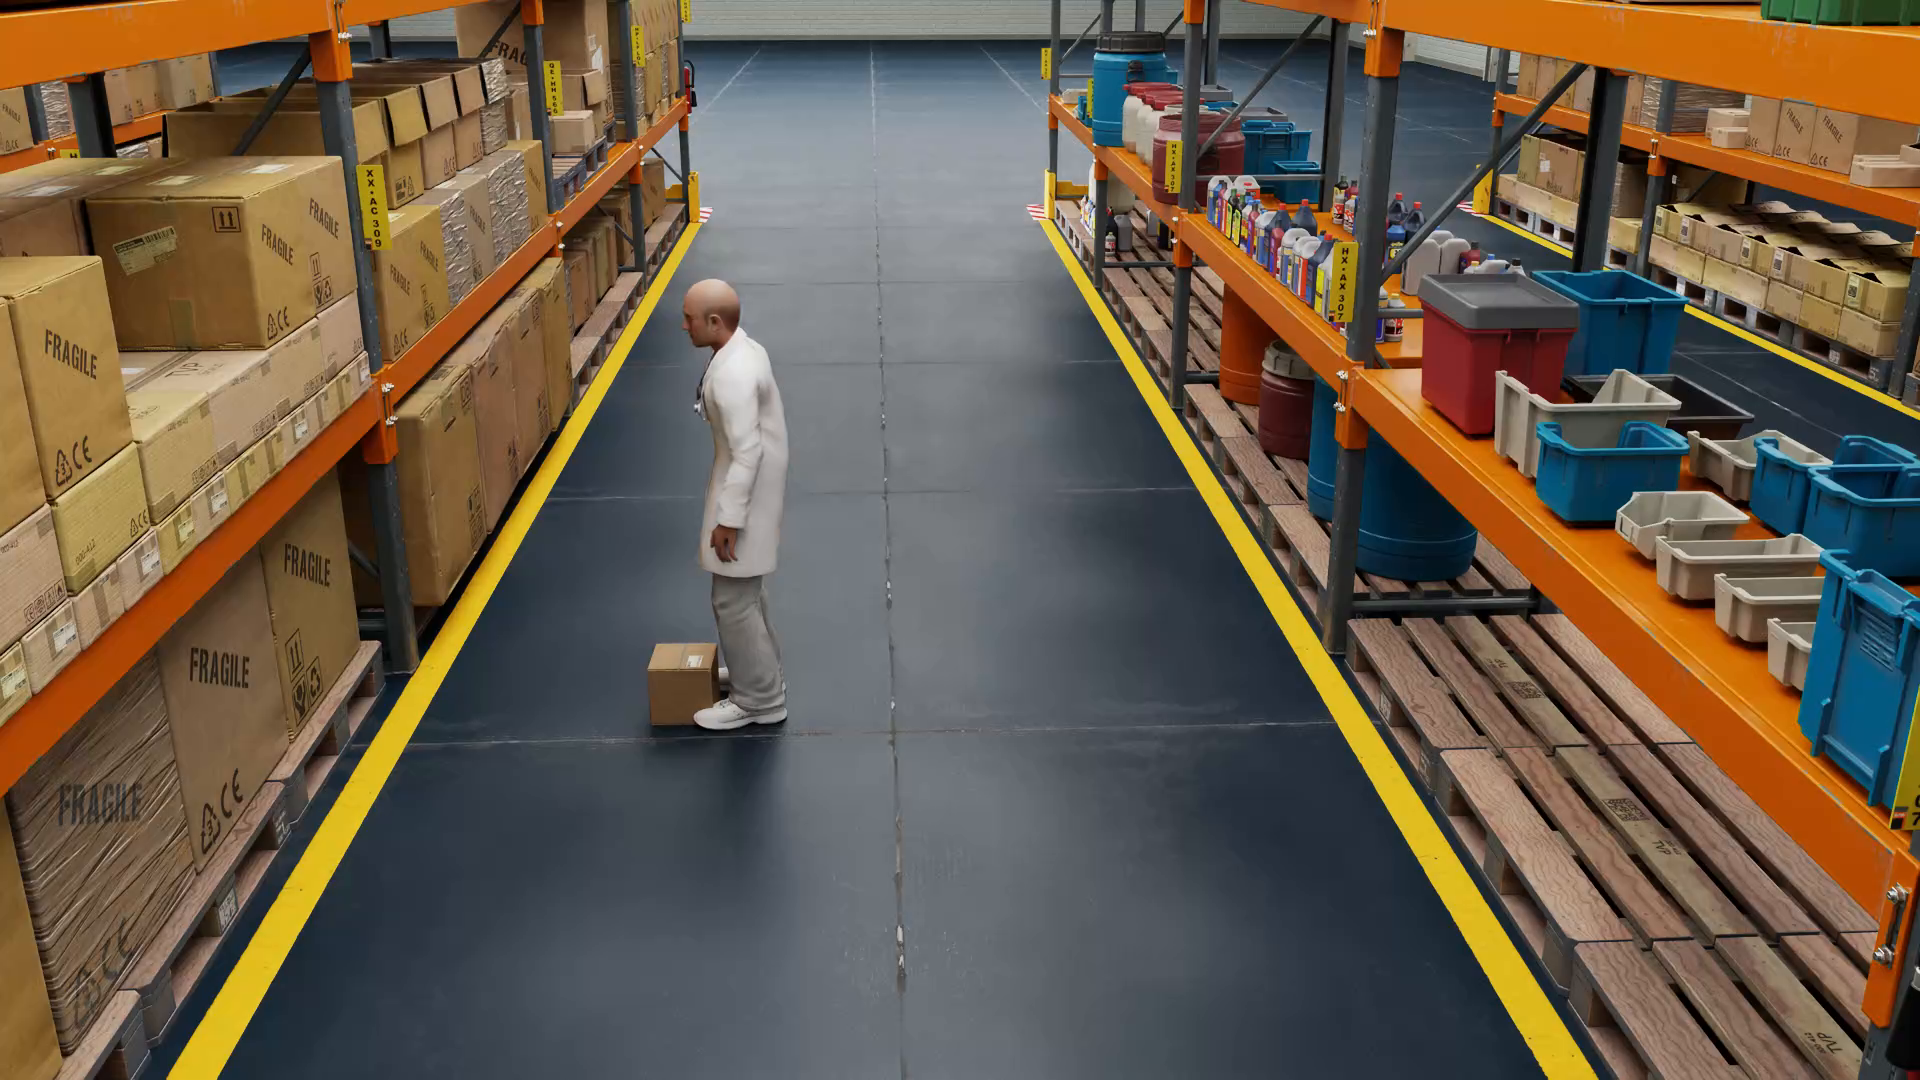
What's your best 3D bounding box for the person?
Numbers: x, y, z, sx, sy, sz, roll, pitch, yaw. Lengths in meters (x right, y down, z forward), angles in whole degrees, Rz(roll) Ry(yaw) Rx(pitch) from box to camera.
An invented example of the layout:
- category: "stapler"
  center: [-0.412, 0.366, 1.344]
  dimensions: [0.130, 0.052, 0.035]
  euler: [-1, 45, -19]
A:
- category: "person"
  center: [-0.866, -0.139, 6.478]
  dimensions: [0.415, 1.774, 0.653]
  euler: [-2, 20, -4]
